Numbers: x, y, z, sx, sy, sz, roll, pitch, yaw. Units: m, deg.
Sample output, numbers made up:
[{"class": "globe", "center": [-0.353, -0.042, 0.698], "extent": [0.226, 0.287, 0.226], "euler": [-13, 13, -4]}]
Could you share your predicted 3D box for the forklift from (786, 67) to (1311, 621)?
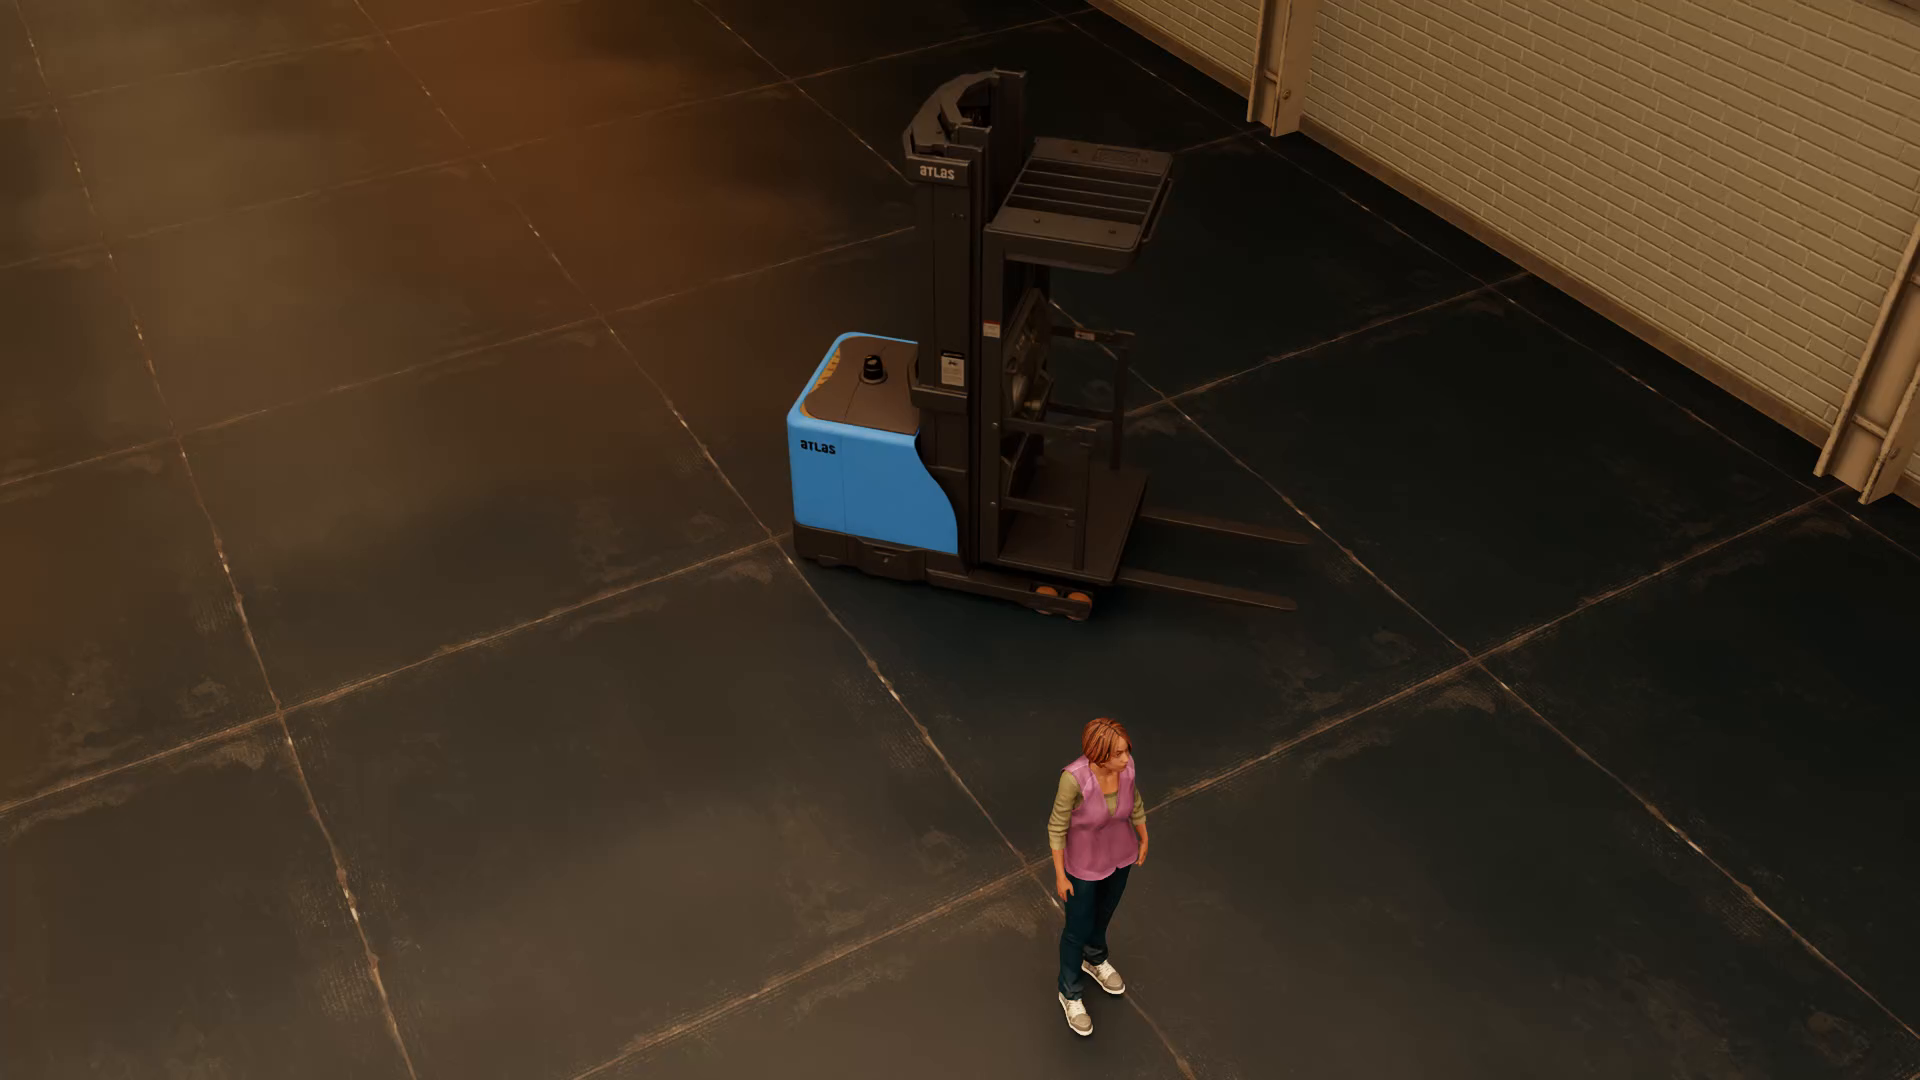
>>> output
[{"class": "forklift", "center": [0.563, -1.035, 9.285], "extent": [3.031, 2.935, 1.130], "euler": [11, 41, 13]}]

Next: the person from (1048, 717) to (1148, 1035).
[{"class": "person", "center": [0.642, 1.453, 7.318], "extent": [0.519, 1.598, 0.474], "euler": [-22, 45, -24]}]
